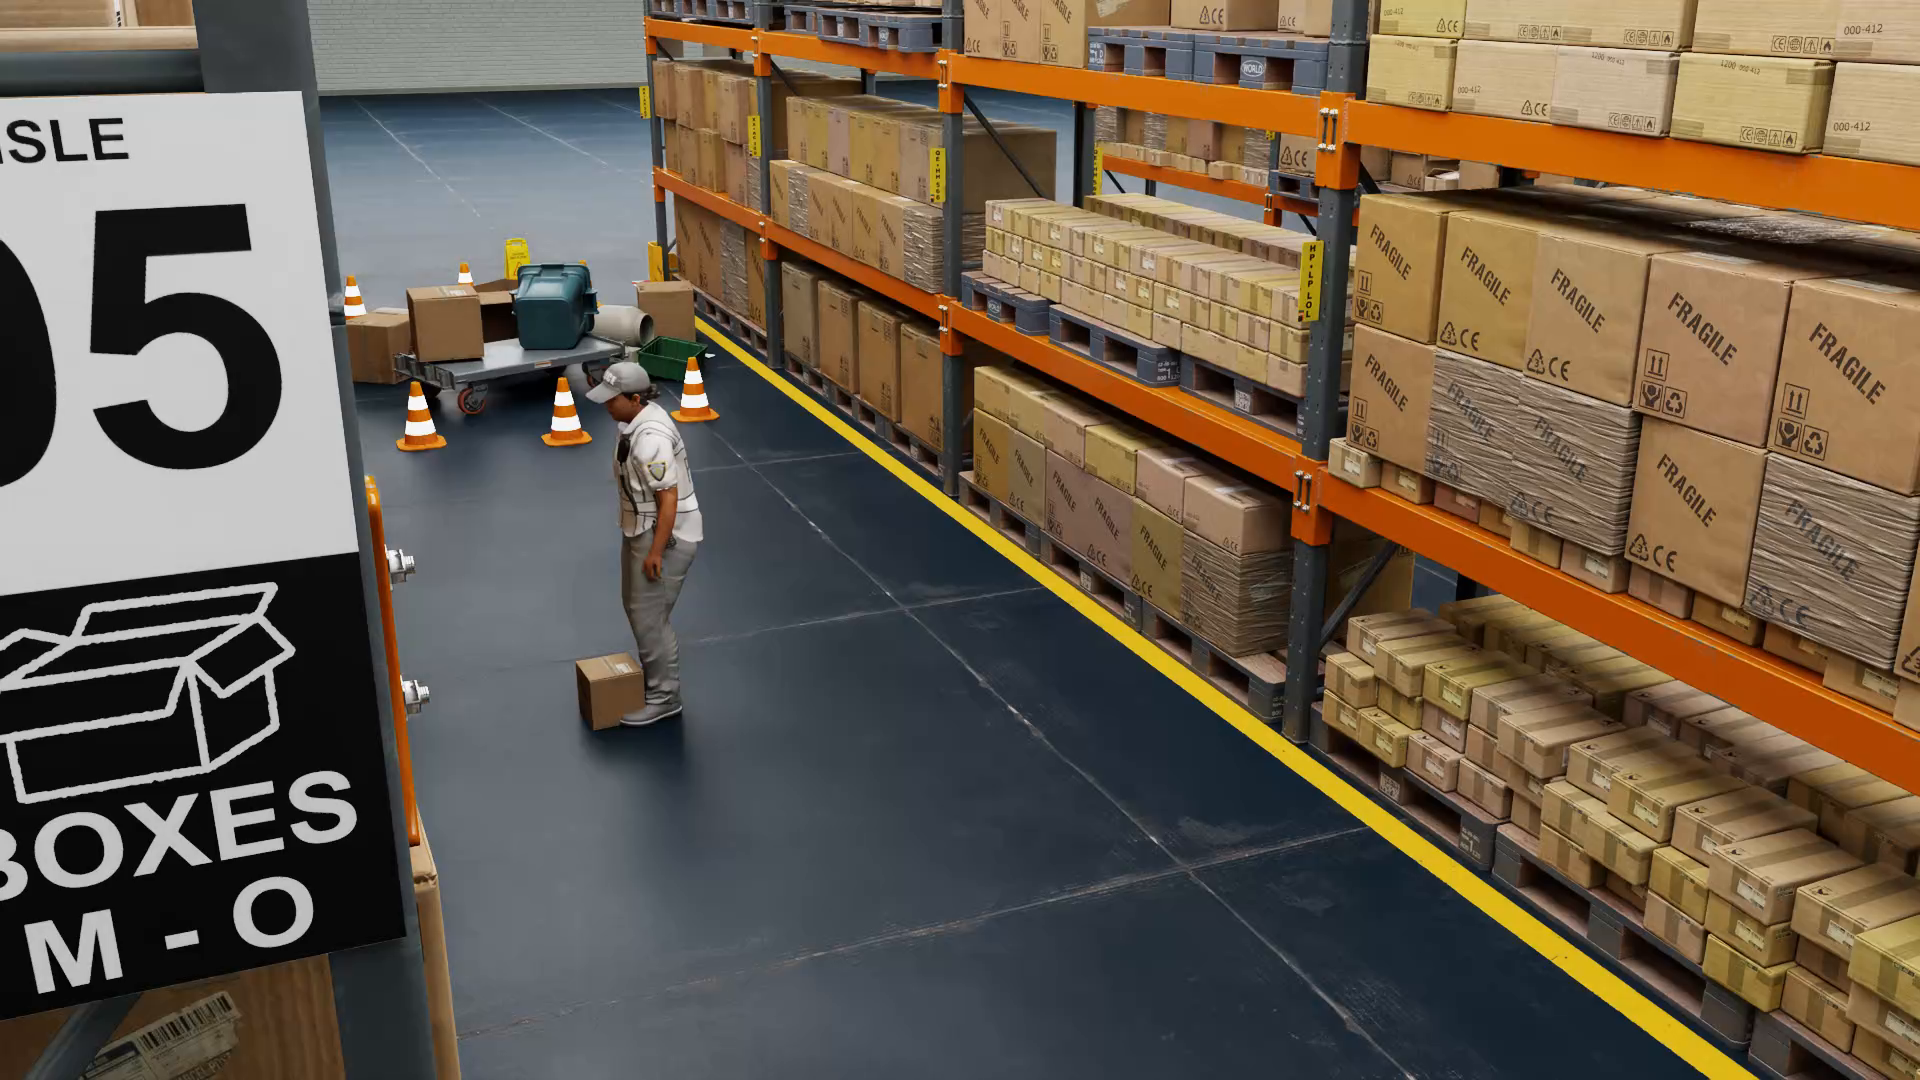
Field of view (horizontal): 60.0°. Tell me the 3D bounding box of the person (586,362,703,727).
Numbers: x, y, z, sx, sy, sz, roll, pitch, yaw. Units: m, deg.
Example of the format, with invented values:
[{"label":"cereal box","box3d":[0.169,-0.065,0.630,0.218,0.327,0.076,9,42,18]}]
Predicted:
[{"label":"person","box3d":[-1.421,-0.003,7.563,0.465,1.666,0.538,-8,20,-22]}]
